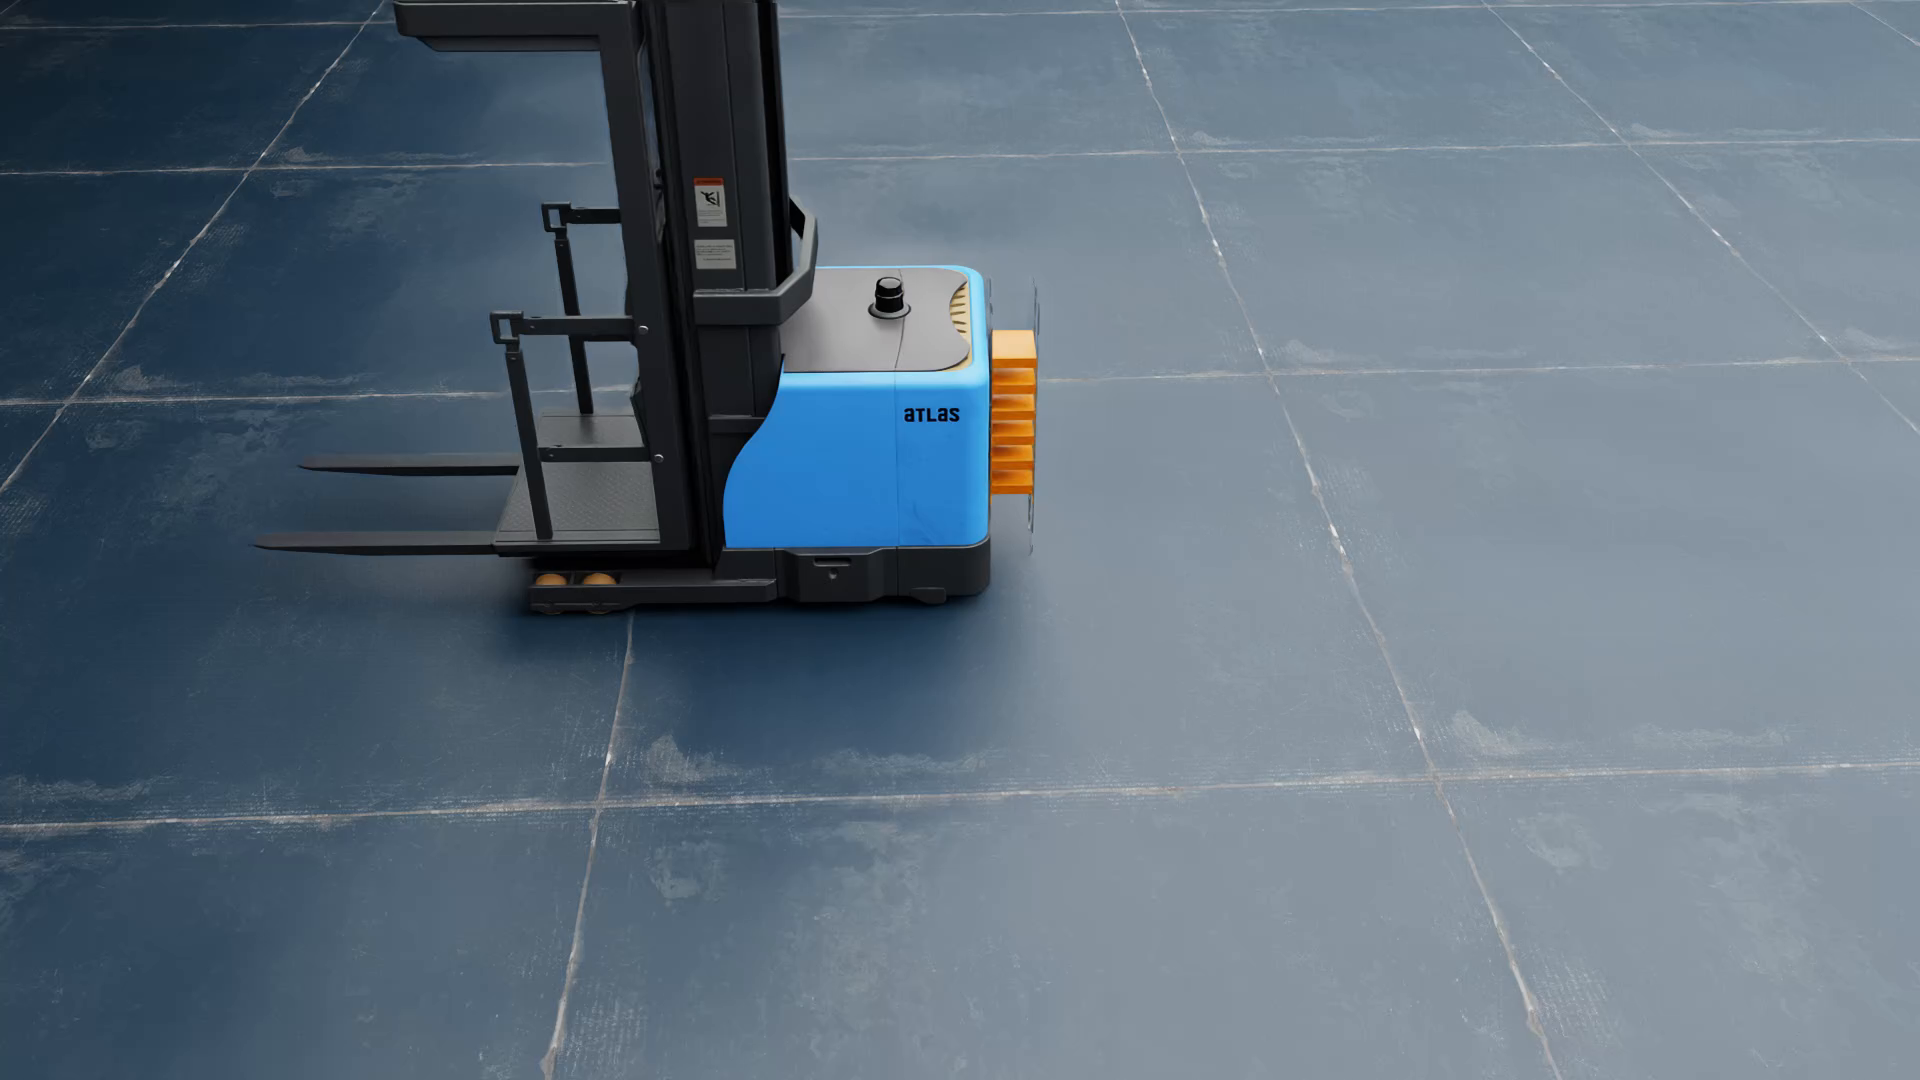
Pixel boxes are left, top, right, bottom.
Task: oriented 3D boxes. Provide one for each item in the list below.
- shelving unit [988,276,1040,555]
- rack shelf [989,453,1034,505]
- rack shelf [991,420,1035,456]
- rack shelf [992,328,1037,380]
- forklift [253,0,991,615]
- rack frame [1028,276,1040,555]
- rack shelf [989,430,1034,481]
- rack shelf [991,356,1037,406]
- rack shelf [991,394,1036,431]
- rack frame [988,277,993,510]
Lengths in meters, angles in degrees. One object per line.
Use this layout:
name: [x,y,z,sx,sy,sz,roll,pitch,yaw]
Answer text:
shelving unit: [0.215,-0.495,6.910,0.189,1.200,0.258,-1,35,-1]
rack shelf: [0.215,-0.261,7.072,0.180,0.103,0.258,-1,35,-1]
rack shelf: [0.215,-0.458,6.936,0.180,0.103,0.258,-1,35,-1]
rack shelf: [0.215,-0.754,6.731,0.180,0.103,0.258,-1,35,-1]
forklift: [-1.397,-1.205,6.415,3.031,2.935,1.130,-1,35,-1]
rack frame: [0.307,-0.496,6.912,0.006,1.200,0.240,-1,35,-1]
rack shelf: [0.215,-0.359,7.004,0.180,0.103,0.258,-1,35,-1]
rack shelf: [0.215,-0.655,6.799,0.180,0.103,0.258,-1,35,-1]
rack shelf: [0.215,-0.557,6.867,0.180,0.103,0.258,-1,35,-1]
rack frame: [0.124,-0.494,6.909,0.006,1.200,0.240,-1,35,-1]
